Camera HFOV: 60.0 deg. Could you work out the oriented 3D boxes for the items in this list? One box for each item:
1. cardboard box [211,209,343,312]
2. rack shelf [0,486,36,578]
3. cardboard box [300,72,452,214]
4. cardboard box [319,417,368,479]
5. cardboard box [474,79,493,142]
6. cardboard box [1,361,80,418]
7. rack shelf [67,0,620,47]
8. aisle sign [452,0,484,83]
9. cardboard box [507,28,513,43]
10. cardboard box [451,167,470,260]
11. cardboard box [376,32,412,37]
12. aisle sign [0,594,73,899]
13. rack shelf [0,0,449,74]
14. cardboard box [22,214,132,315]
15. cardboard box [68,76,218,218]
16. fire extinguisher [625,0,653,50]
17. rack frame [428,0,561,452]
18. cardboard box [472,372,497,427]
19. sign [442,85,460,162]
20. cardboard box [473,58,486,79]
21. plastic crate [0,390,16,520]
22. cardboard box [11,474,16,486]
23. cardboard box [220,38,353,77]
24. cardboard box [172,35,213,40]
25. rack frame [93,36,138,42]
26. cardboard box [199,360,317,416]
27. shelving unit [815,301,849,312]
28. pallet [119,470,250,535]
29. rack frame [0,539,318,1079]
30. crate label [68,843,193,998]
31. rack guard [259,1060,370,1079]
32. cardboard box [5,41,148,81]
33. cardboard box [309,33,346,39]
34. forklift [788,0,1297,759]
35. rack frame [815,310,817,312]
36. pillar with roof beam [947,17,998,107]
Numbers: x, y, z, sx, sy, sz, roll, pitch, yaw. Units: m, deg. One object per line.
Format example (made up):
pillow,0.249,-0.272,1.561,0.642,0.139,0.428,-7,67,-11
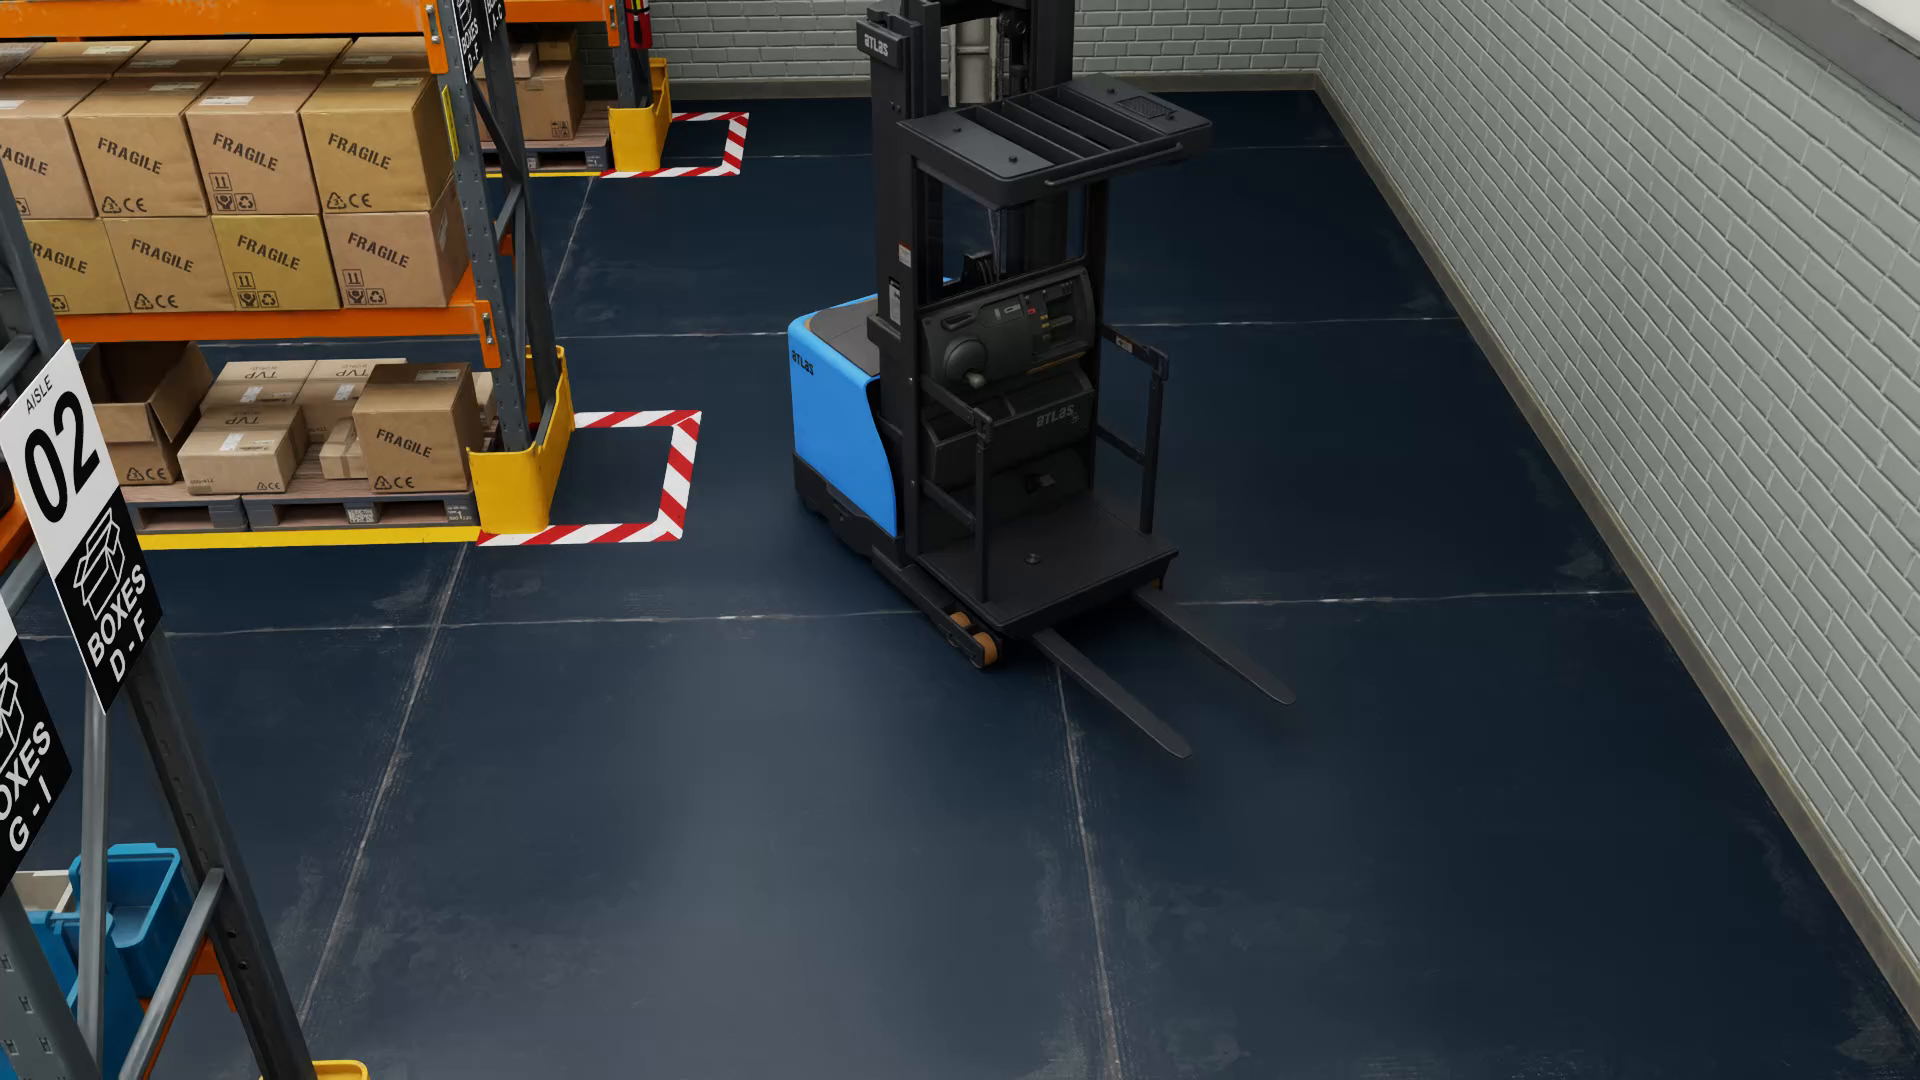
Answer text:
cardboard box,-3.269,-1.457,8.132,0.500,0.500,0.500,-1,35,-2
rack shelf,-4.084,0.333,3.629,4.000,0.370,1.077,-2,35,-2
cardboard box,-2.748,-1.883,7.868,0.500,0.500,0.500,-2,35,-3
cardboard box,-3.257,-0.500,8.940,0.250,0.166,0.380,-2,35,-2
cardboard box,-3.749,-3.470,12.956,0.500,0.500,0.700,-2,35,-2
cardboard box,-5.007,-0.763,9.193,0.500,0.311,0.500,-2,35,-2
rack shelf,-4.553,-4.065,12.620,4.000,0.370,1.077,-2,35,-2
aisle sign,-2.234,-2.496,7.436,0.004,0.787,0.394,-2,35,-2
cardboard box,-3.640,-3.853,12.940,0.250,0.149,0.380,-1,35,-2
cardboard box,-2.772,-1.778,8.595,0.500,0.500,0.500,-1,35,-1
cardboard box,-4.400,-3.832,12.909,0.250,0.149,0.380,-1,35,-2
aisle sign,-2.000,0.313,3.378,0.004,0.787,0.394,-2,35,-2
rack shelf,-4.314,-2.483,7.698,4.000,0.370,1.077,-2,35,-2
cardboard box,-4.271,-1.433,8.097,0.500,0.500,0.500,-2,35,-3
cardboard box,-3.770,-1.852,7.824,0.500,0.500,0.500,-1,35,-1
fire extinguisher,-2.382,-3.971,12.248,0.183,0.674,0.296,-2,35,-2
rack frame,-2.317,-1.599,8.424,0.127,3.000,1.000,-2,35,-2
cardboard box,-2.751,-0.792,9.376,0.250,0.149,0.380,-2,35,-2
sign,-2.310,-1.889,7.548,0.005,0.325,0.100,-2,35,-2
cardboard box,-3.624,-3.636,12.626,0.250,0.149,0.380,-1,35,-1
plastic crate,-2.484,-0.111,3.753,0.590,0.269,0.497,-2,35,-2
cardboard box,-5.019,-0.424,8.830,0.250,0.166,0.380,-2,35,-2
cardboard box,-3.294,-2.171,8.284,0.500,0.500,0.500,-1,35,-2
cardboard box,-5.953,-3.789,12.847,0.250,0.149,0.380,-2,35,-3
rack frame,-6.550,-4.307,12.337,0.127,3.000,1.000,-2,35,-2
cardboard box,-3.872,-0.769,9.255,0.500,0.250,0.500,-2,35,-2
shelving unit,-0.627,-0.843,9.178,0.210,0.900,0.258,-22,40,-28
pallet,-4.405,-0.397,9.138,1.213,0.211,1.003,-2,35,-2
rack frame,-2.086,1.217,4.356,0.127,3.000,1.000,-2,35,-2
crate label,-2.348,1.081,4.647,0.303,0.233,0.416,-2,35,-2
rack guard,-2.063,2.237,5.079,0.348,0.500,1.175,-2,35,-2
cardboard box,-4.302,-2.146,8.248,0.500,0.500,0.500,-2,35,-3
cardboard box,-4.911,-3.818,12.889,0.250,0.149,0.380,-1,35,-2
forklift,0.354,-0.914,7.495,1.130,2.935,3.031,-22,40,-28
rack frame,-0.710,-0.810,9.130,0.006,0.900,0.240,-22,40,-28
pillar with roof beam,0.305,-4.999,8.065,0.400,9.000,9.100,-2,35,-2
